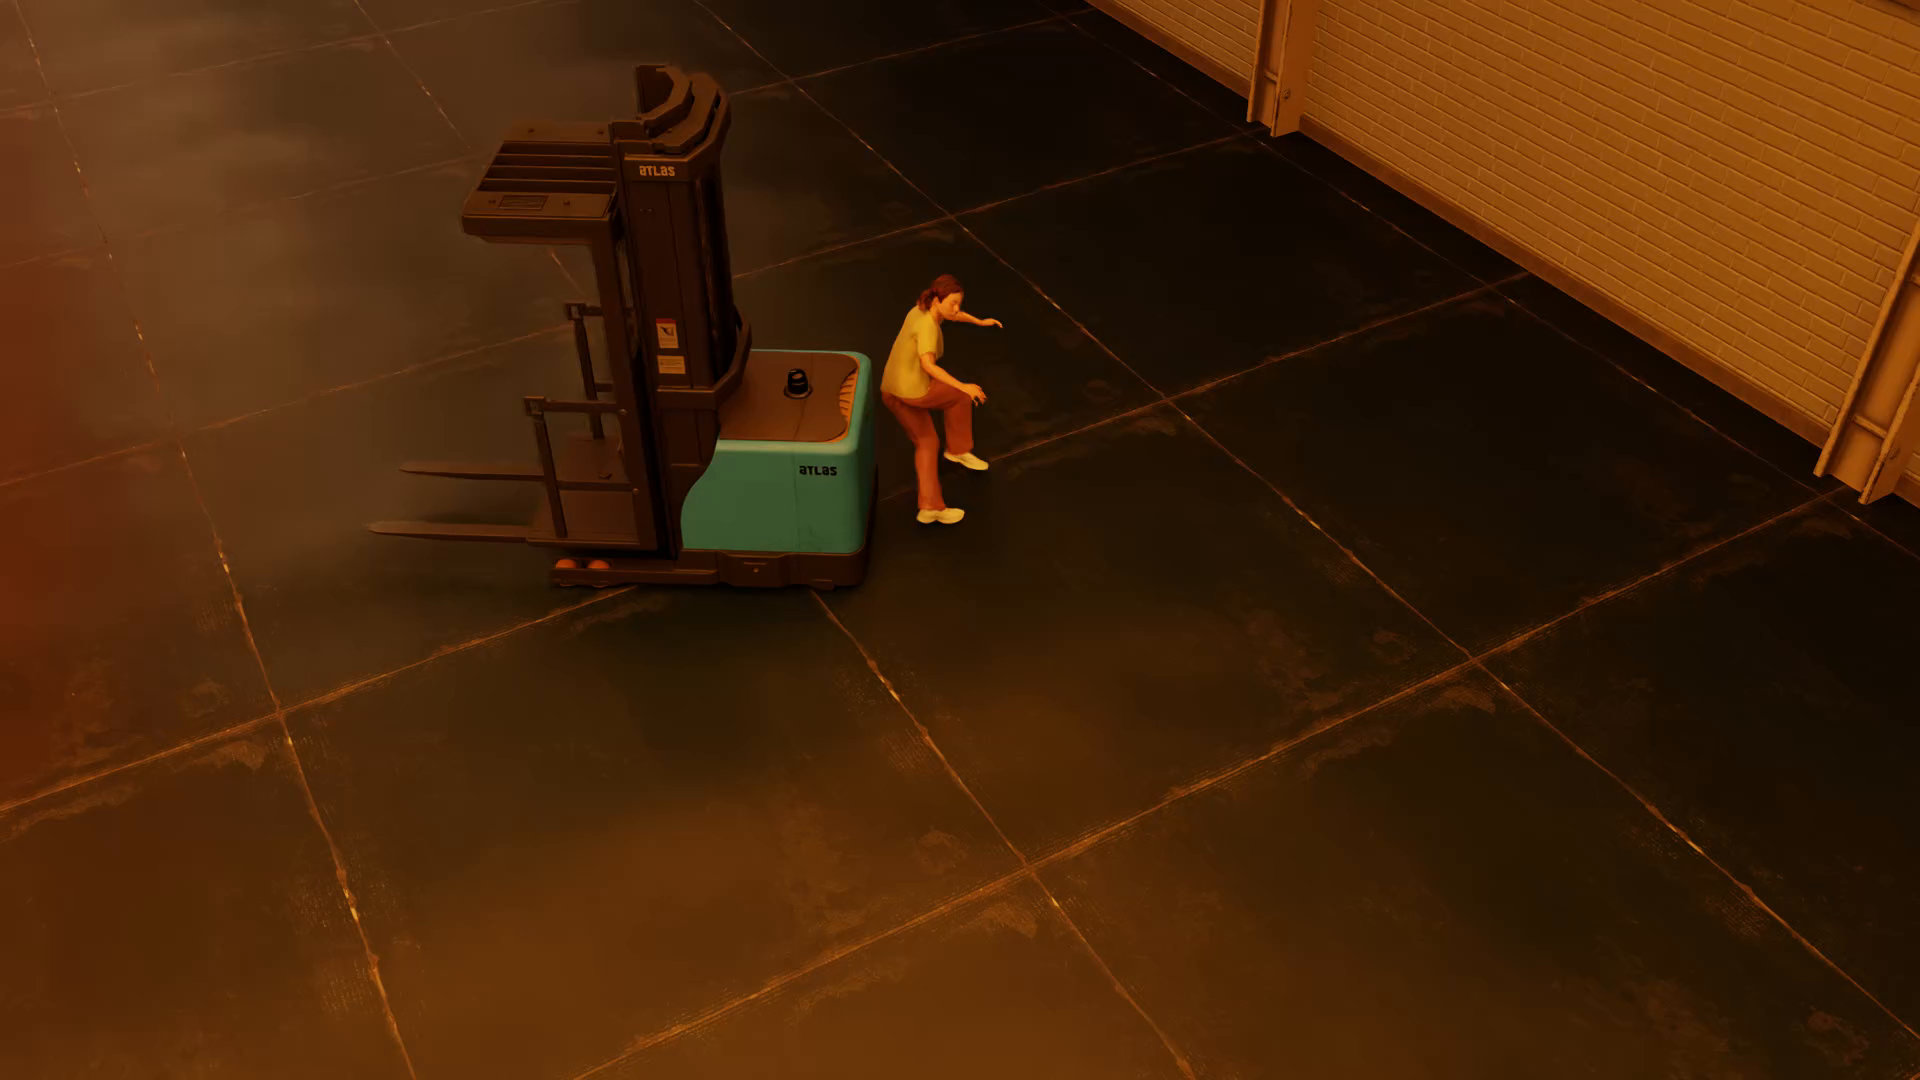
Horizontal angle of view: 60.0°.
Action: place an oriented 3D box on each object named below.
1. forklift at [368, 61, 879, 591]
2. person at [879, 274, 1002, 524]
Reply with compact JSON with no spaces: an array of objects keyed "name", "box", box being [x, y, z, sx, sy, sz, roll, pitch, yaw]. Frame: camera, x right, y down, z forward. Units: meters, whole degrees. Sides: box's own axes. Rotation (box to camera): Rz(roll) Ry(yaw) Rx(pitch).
[{"name":"forklift","box":[-2.053,-1.179,9.457,3.031,2.935,1.130,2,40,2]},{"name":"person","box":[-0.052,-0.941,10.332,0.879,1.422,0.887,-21,44,-23]}]
